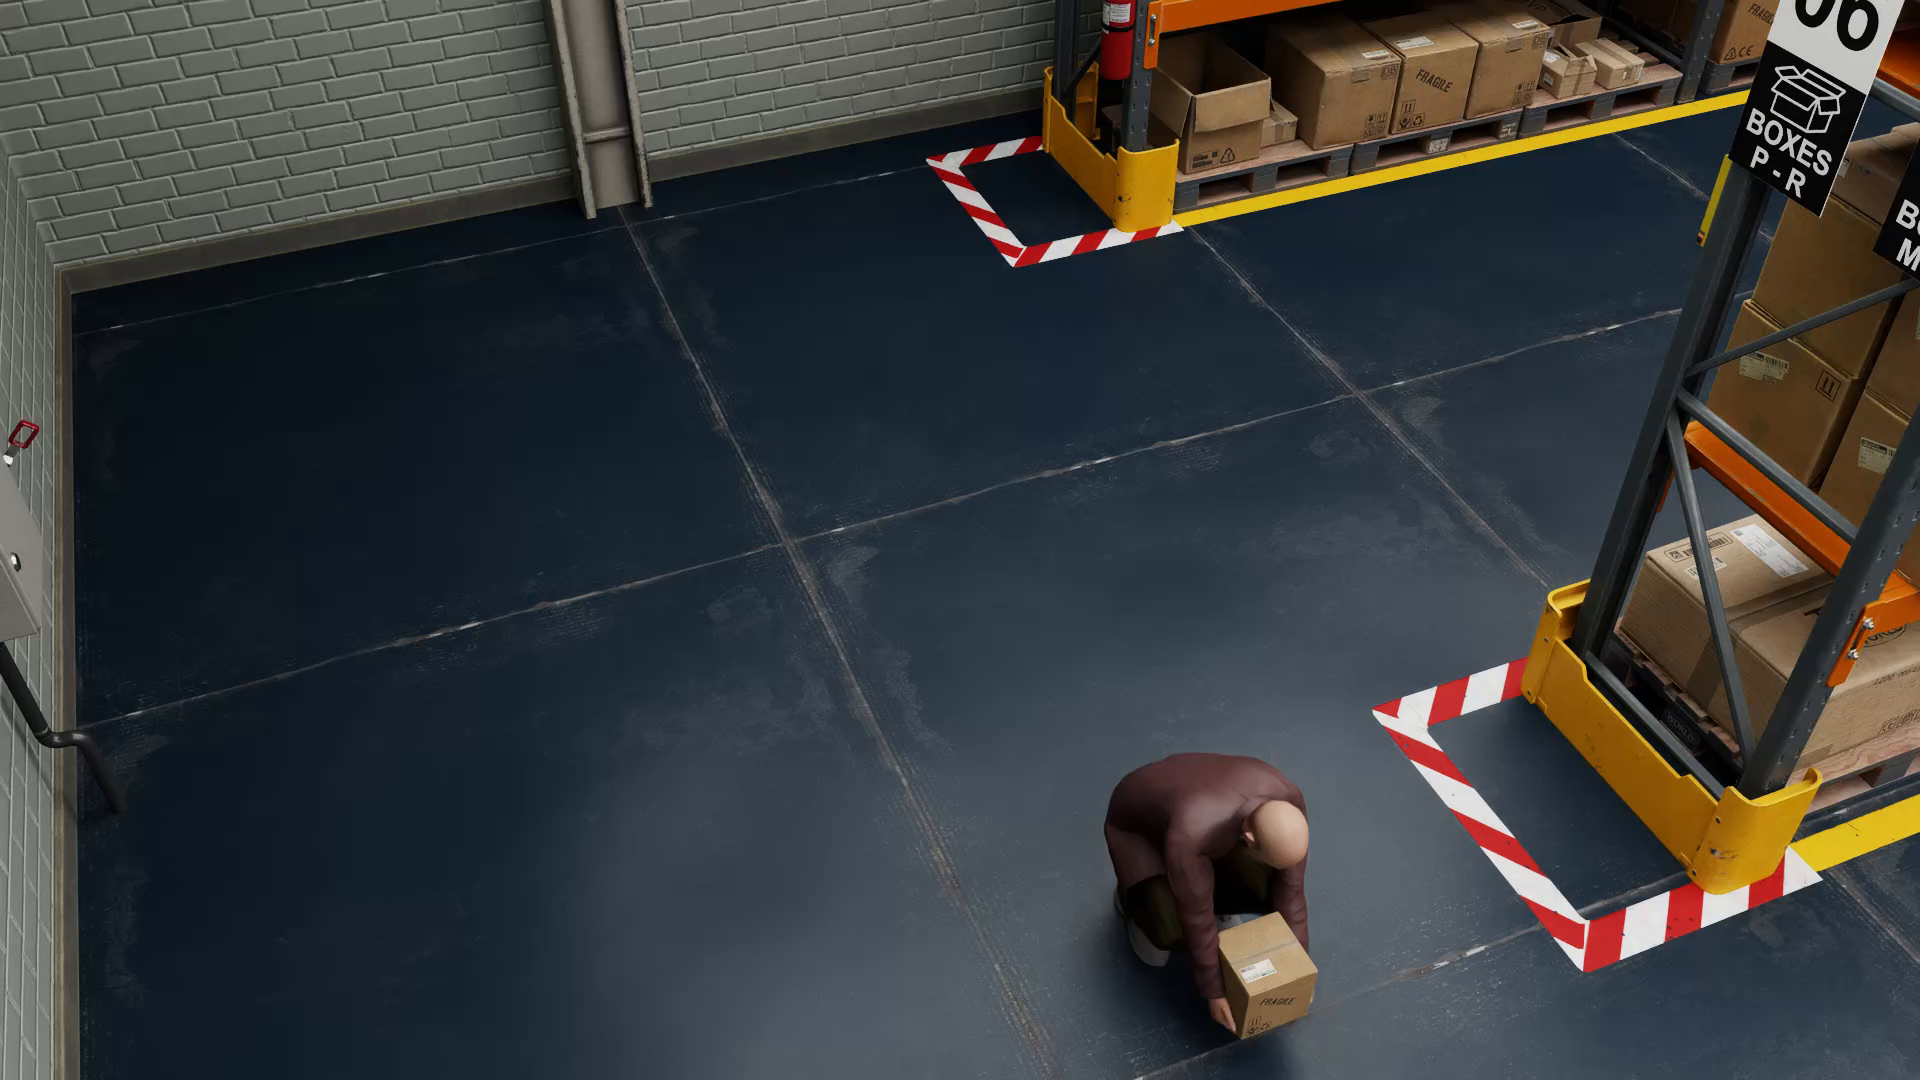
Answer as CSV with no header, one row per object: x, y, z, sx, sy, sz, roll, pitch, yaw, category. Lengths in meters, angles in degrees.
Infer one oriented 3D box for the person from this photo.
0.839,1.072,5.537,0.584,1.006,0.917,-16,44,-17,person
